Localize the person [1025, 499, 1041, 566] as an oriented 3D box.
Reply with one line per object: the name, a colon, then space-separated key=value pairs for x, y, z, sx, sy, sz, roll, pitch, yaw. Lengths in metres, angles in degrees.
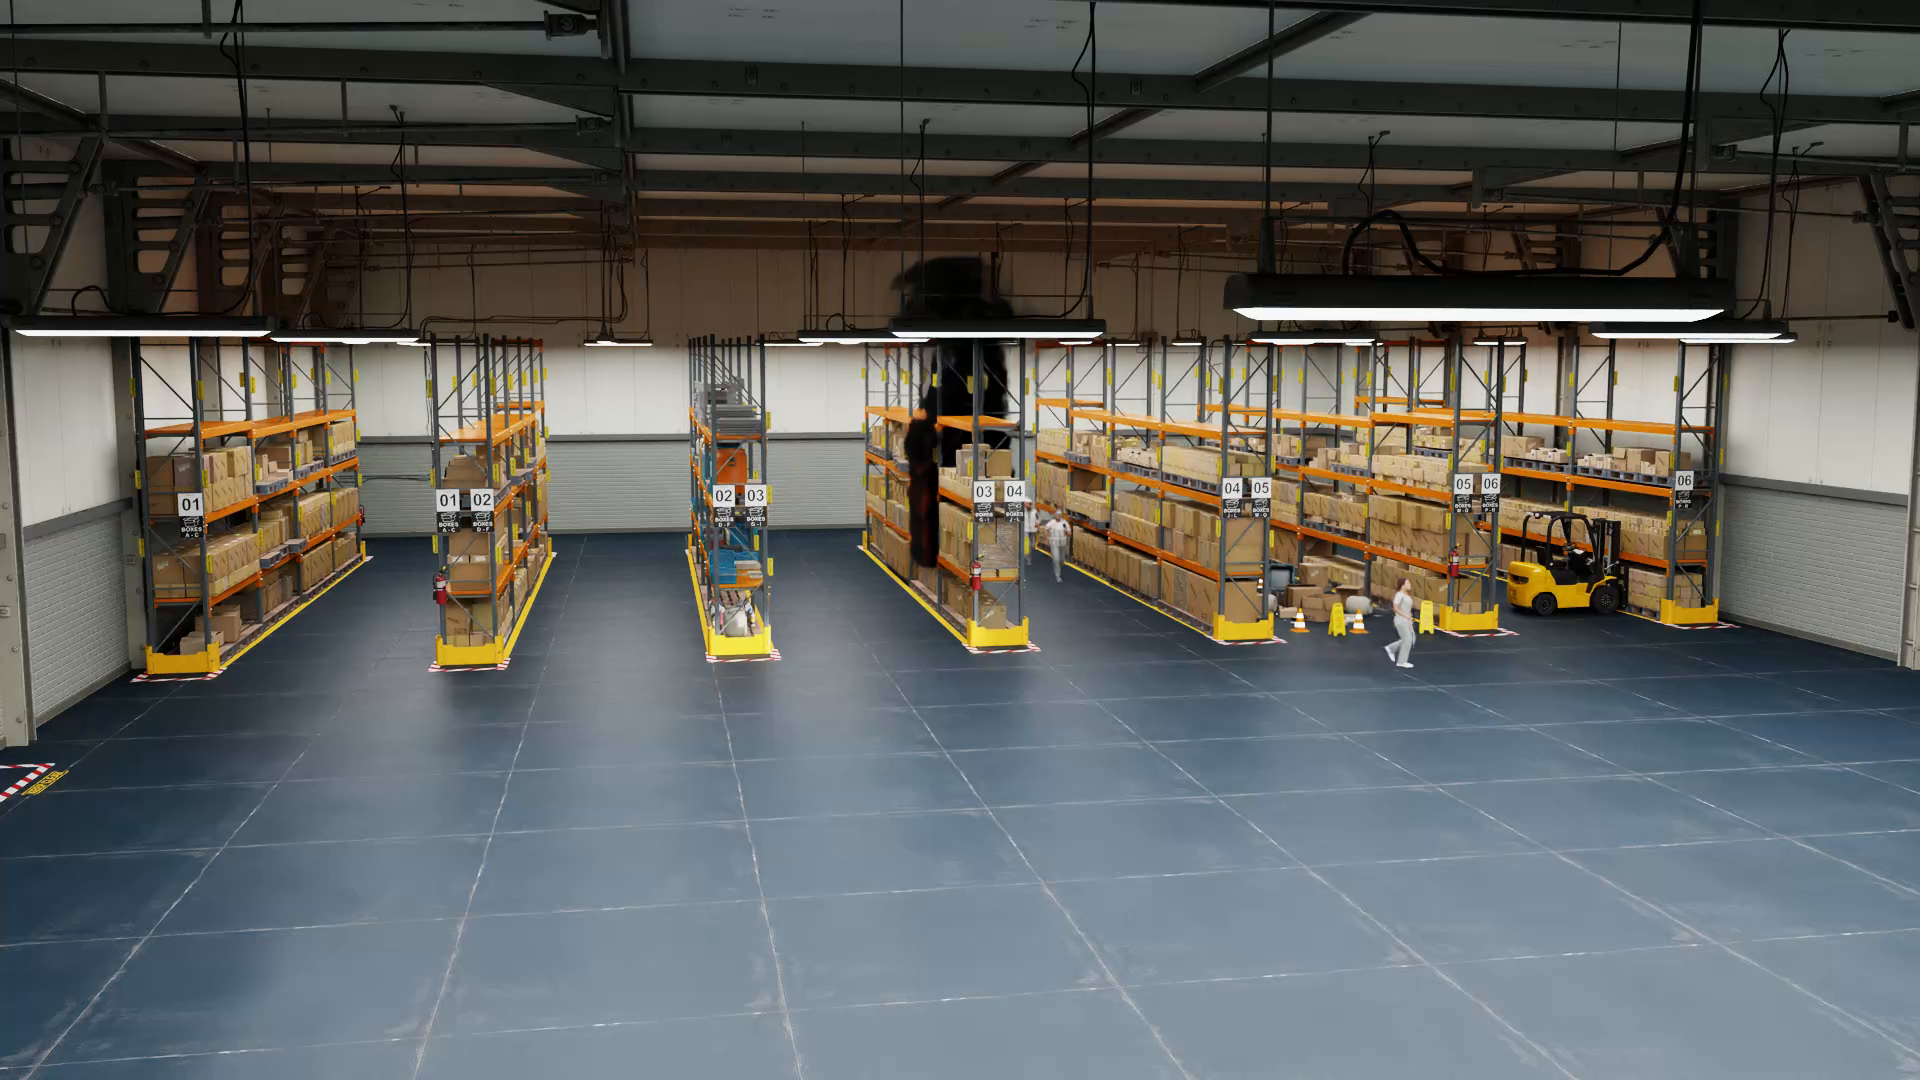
person: x=1.850 y=-0.225 z=44.442 sx=0.657 sy=1.767 sz=0.764 roll=-1 pitch=7 yaw=-5

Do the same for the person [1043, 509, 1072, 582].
person: x=2.433 y=0.110 z=41.131 sx=0.662 sy=1.768 sz=0.989 roll=-1 pitch=7 yaw=-13

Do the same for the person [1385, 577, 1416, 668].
person: x=7.965 y=1.481 z=29.979 sx=0.502 sy=1.634 sz=0.572 roll=4 pitch=8 yaw=32
